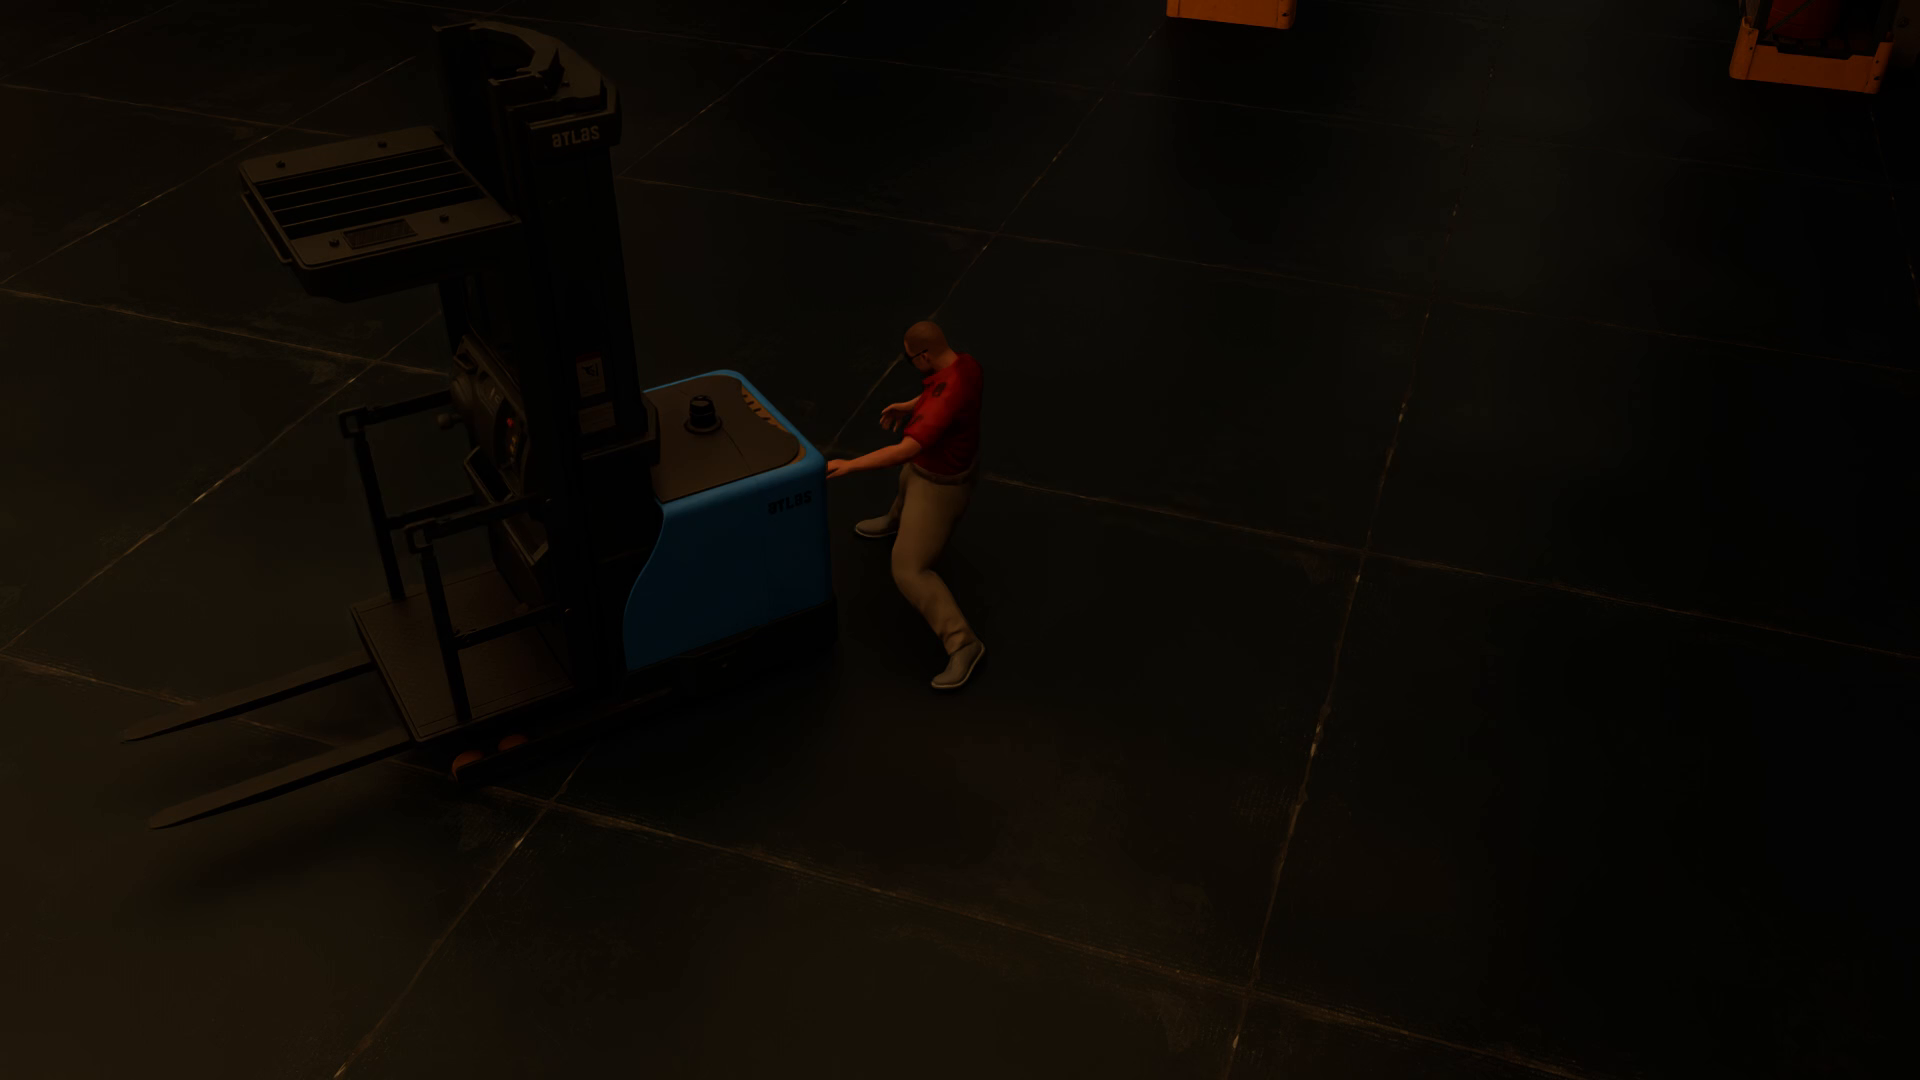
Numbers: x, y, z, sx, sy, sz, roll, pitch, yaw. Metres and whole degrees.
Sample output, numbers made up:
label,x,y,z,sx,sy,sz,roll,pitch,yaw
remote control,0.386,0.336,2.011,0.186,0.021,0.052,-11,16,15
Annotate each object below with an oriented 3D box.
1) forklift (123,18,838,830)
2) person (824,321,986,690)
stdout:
label,x,y,z,sx,sy,sz,roll,pitch,yaw
forklift,-2.107,-0.479,6.787,3.031,2.935,1.130,-19,40,-25
person,-0.229,-0.312,7.768,0.923,1.538,1.270,9,36,13
